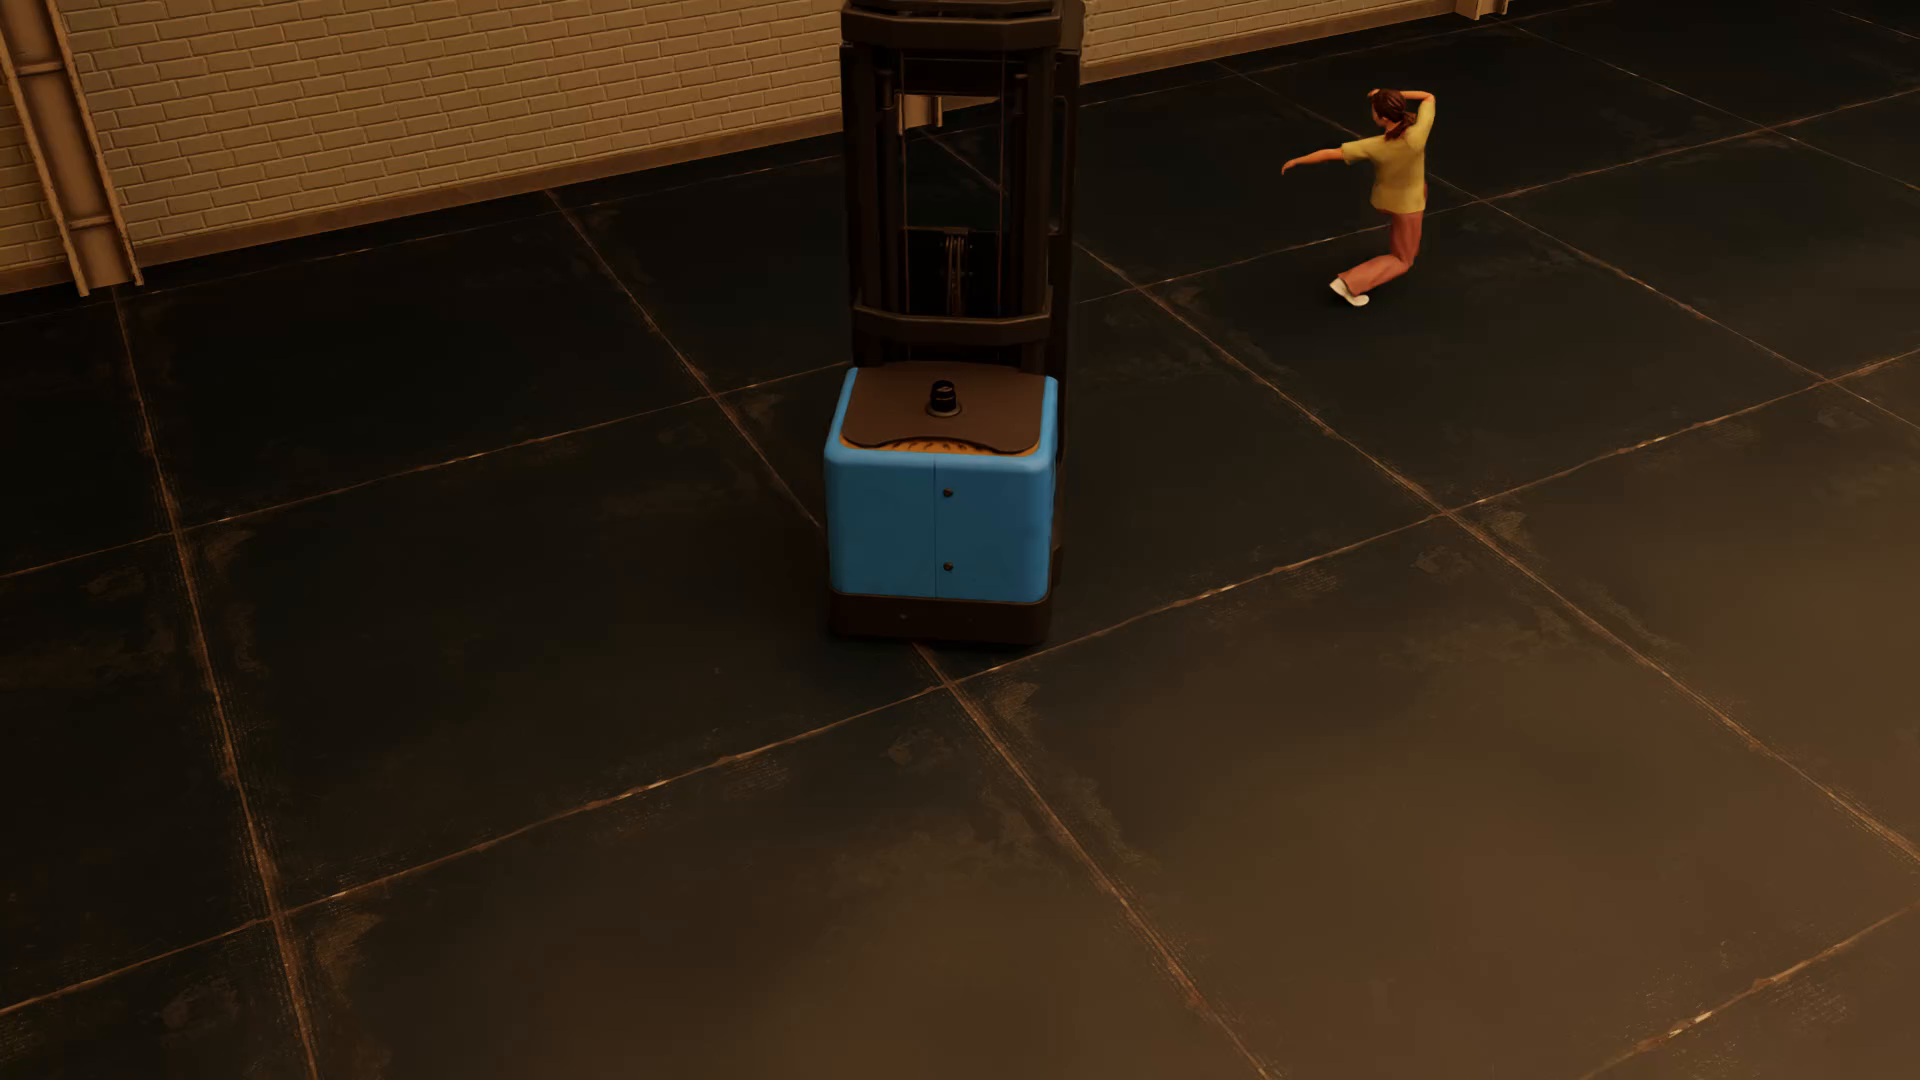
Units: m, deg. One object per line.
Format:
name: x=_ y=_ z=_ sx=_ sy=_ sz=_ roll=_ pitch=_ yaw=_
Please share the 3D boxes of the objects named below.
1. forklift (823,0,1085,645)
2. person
forklift: x=0.022 y=-1.536 z=8.296 sx=1.130 sy=2.935 sz=3.031 roll=3 pitch=35 yaw=4
person: x=2.614 y=-2.314 z=10.744 sx=0.865 sy=1.386 sz=0.951 roll=23 pitch=41 yaw=29
